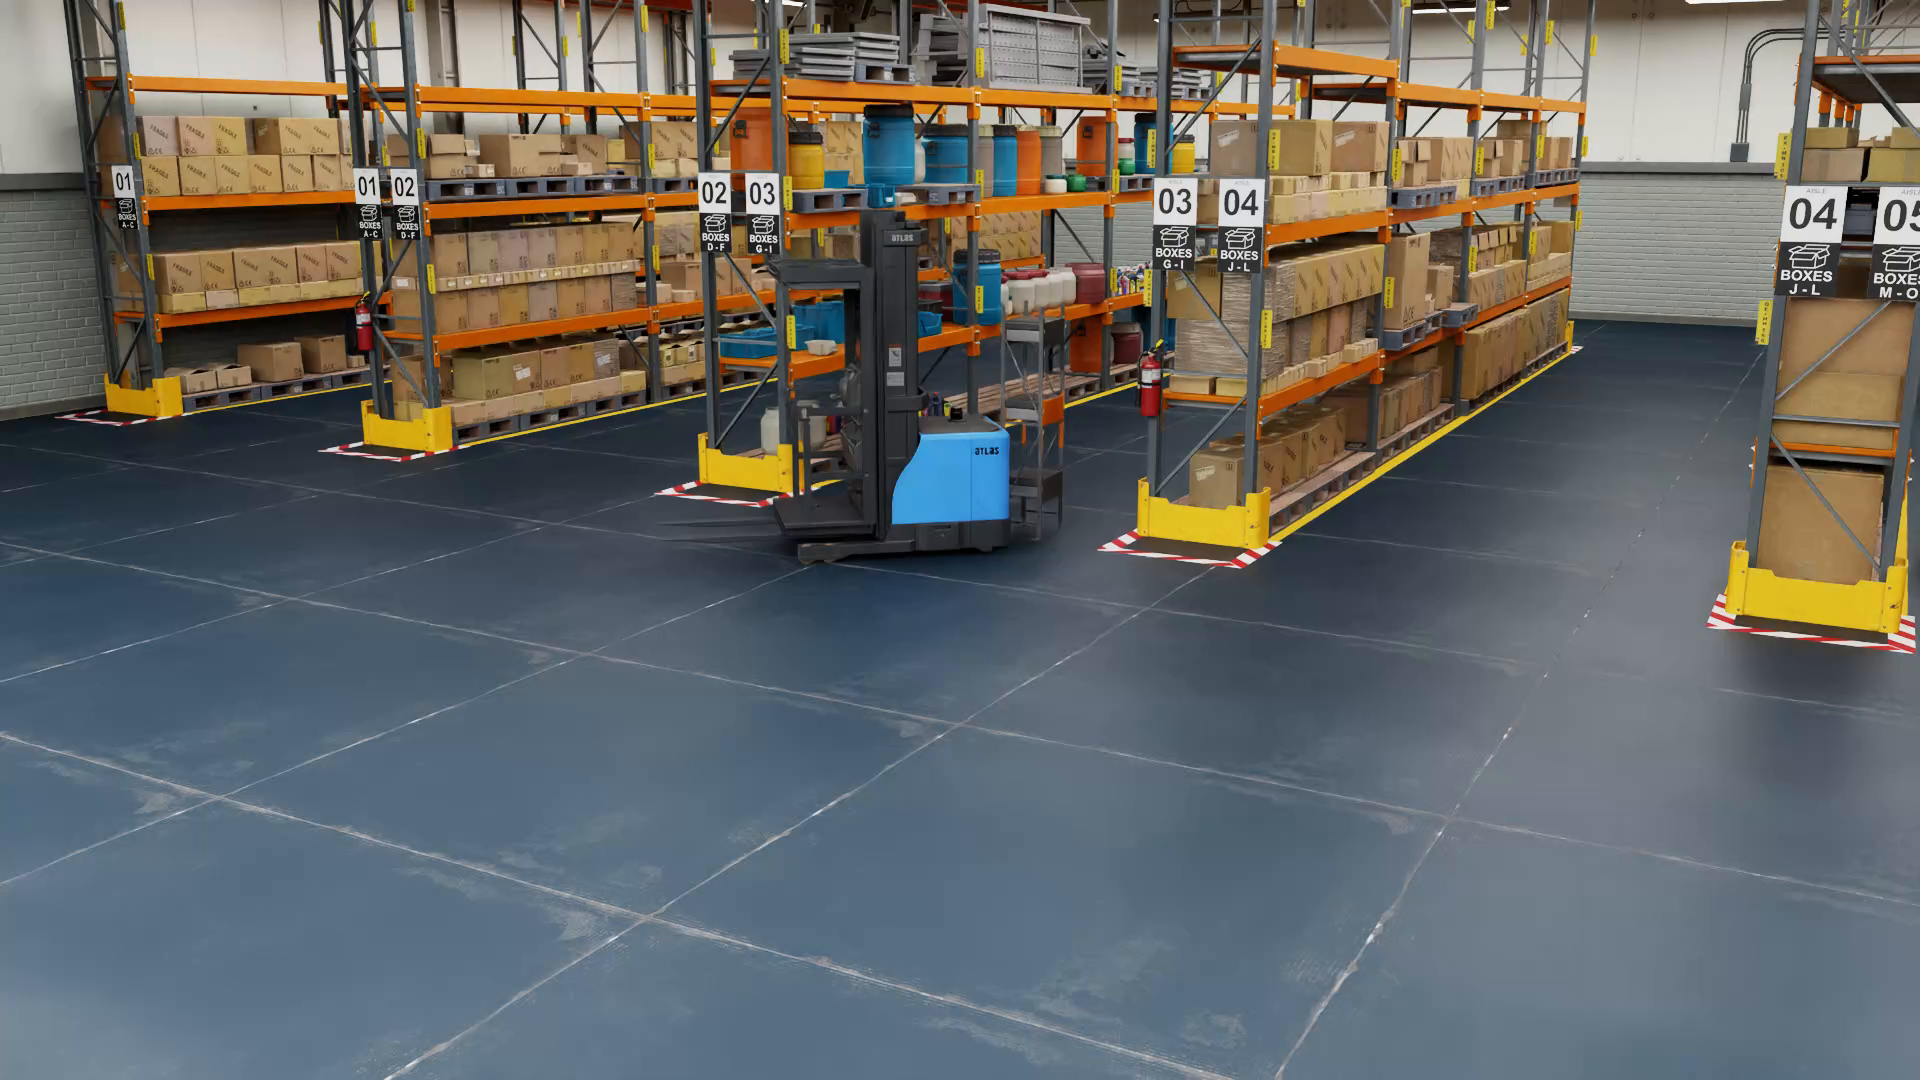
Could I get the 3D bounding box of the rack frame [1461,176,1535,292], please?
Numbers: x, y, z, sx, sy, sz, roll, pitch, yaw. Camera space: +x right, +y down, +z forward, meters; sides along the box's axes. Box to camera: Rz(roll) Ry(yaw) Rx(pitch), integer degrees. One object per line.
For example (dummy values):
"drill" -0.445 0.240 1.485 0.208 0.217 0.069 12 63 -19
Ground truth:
"rack frame" 7.960 -3.919 24.888 1.000 3.000 0.127 7 15 28

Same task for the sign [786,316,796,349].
"sign" -1.697 -2.089 16.709 0.100 0.325 0.005 7 15 28

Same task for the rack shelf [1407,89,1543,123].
"rack shelf" 6.993 -5.881 22.614 1.077 0.370 4.000 7 15 28

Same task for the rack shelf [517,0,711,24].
"rack shelf" -6.015 -9.375 29.162 1.077 0.370 4.000 7 15 28

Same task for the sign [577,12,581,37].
"sign" -5.058 -6.869 22.162 0.100 0.325 0.005 7 15 28

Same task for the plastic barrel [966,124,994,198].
"plastic barrel" 0.129 -4.804 21.089 0.600 0.901 0.600 0 14 0

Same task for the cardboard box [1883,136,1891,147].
"cardboard box" 9.724 -3.887 17.032 0.500 0.500 0.500 7 15 28

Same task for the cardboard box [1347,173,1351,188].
"cardboard box" 3.633 -3.547 16.417 0.380 0.149 0.250 8 16 30

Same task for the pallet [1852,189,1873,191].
"pallet" 10.054 -3.744 18.165 1.213 0.211 1.003 8 16 31

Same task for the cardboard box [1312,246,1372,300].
"cardboard box" 3.875 -2.731 16.978 0.500 0.500 0.500 7 15 28

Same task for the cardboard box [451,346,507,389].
"cardboard box" -6.042 -2.163 20.974 0.500 0.500 0.500 7 15 28

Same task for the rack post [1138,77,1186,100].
"rack post" 2.757 -6.724 24.789 0.937 0.300 0.954 9 16 34

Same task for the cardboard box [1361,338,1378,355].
"cardboard box" 4.246 -2.078 17.789 0.380 0.149 0.250 7 15 28

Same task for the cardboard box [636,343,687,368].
"cardboard box" -4.160 -2.597 23.181 0.500 0.311 0.500 7 15 28

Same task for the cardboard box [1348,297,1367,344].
"cardboard box" 3.821 -2.385 17.680 0.875 0.500 0.500 7 15 28

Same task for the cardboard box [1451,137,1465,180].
"cardboard box" 5.776 -4.615 20.097 0.500 0.500 0.500 7 15 28

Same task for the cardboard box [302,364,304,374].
"cardboard box" -9.706 -2.463 23.995 0.380 0.149 0.250 6 15 24

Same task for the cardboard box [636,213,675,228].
"cardboard box" -5.552 -5.837 30.353 0.500 0.250 0.500 8 16 29

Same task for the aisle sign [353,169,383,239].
"aisle sign" -6.800 -3.864 19.112 0.394 0.787 0.004 7 15 28

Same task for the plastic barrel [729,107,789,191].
"plastic barrel" -2.053 -4.003 17.026 0.600 0.830 0.708 7 15 28

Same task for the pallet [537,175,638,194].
"pallet" -4.967 -4.638 21.660 1.003 0.211 1.213 7 15 28

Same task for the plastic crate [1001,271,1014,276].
"plastic crate" 0.641 -3.394 22.573 0.402 0.464 0.583 7 15 28

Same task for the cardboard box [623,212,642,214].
"cardboard box" -5.984 -5.894 30.589 0.500 0.250 0.500 7 15 26

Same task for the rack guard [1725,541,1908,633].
"rack guard" 6.440 0.346 12.532 1.175 0.500 0.348 7 15 28

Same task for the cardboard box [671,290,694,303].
"cardboard box" -3.970 -3.437 23.426 0.380 0.149 0.250 7 15 28

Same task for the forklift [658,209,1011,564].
"forklift" -1.126 -1.355 14.401 3.031 2.935 1.130 -3 14 -11

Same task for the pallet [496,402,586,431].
"pallet" -5.587 -1.635 21.367 1.003 0.211 1.213 7 15 28

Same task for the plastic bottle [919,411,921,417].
"plastic bottle" -0.551 -1.494 19.545 0.144 0.351 0.185 7 15 28

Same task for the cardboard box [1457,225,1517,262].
"cardboard box" 7.658 -4.323 24.212 0.797 0.503 0.637 7 15 27

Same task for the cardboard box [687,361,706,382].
"cardboard box" -3.917 -2.427 23.673 0.500 0.250 0.500 8 16 29

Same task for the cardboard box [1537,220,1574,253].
"cardboard box" 9.888 -5.046 27.649 0.500 0.500 0.500 8 16 29

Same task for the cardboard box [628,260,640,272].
"cardboard box" -4.521 -3.685 22.319 0.380 0.149 0.250 7 15 28

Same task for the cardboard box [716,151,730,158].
"cardboard box" -4.483 -7.352 31.941 0.500 0.250 0.500 7 15 28

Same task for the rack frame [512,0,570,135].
"rack frame" -6.982 -7.698 27.765 1.000 3.000 0.127 7 15 28

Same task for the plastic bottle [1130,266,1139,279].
"plastic bottle" 2.752 -4.161 26.156 0.152 0.276 0.135 7 15 28

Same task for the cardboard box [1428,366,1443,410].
"cardboard box" 5.720 -1.957 21.146 0.700 0.500 0.500 6 15 25

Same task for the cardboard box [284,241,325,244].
"cardboard box" -9.579 -4.084 24.251 0.500 0.500 0.500 7 15 28

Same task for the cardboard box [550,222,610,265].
"cardboard box" -5.030 -3.884 21.764 0.700 0.500 0.500 7 15 28

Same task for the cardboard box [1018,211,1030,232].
"cardboard box" 1.006 -6.171 31.884 0.500 0.500 0.500 8 16 30

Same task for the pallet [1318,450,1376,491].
"pallet" 3.799 -0.780 17.819 1.003 0.211 1.213 7 15 28

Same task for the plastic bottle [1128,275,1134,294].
"plastic bottle" 2.511 -3.772 24.528 0.061 0.283 0.133 7 15 28

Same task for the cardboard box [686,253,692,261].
"cardboard box" -5.230 -5.286 31.053 0.380 0.149 0.250 8 16 30

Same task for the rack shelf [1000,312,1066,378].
"rack shelf" 0.656 -1.753 14.896 0.431 0.518 0.480 7 15 25

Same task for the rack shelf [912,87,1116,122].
"rack shelf" 0.724 -5.621 21.538 1.077 0.370 4.000 7 15 28

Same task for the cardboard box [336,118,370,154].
"cardboard box" -8.920 -5.830 24.027 0.500 0.500 0.500 6 15 23

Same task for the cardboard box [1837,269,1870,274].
"cardboard box" 8.013 -2.095 14.699 0.875 0.550 0.550 7 15 28

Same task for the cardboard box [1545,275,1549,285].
"cardboard box" 9.020 -4.086 26.117 0.380 0.149 0.250 8 15 29

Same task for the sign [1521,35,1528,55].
"sign" 9.411 -8.251 27.727 0.100 0.325 0.005 7 15 28

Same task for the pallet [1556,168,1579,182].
"pallet" 9.544 -6.001 27.315 1.003 0.211 1.213 7 15 28

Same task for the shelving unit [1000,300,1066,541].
"shelving unit" 0.656 -1.086 15.057 0.431 2.100 0.503 7 15 25

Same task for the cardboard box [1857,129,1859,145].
"cardboard box" 7.790 -3.583 14.819 0.380 0.149 0.250 7 15 28

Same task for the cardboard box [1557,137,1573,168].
"cardboard box" 9.689 -6.386 27.400 0.700 0.500 0.500 6 15 25

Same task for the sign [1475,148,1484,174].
"sign" 6.500 -4.746 20.815 0.100 0.325 0.005 7 15 28

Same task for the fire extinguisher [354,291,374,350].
"fire extinguisher" -6.975 -2.571 19.462 0.296 0.674 0.183 7 15 28

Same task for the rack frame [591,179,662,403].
"rack frame" -4.577 -3.401 22.739 1.000 3.000 0.127 7 15 28
